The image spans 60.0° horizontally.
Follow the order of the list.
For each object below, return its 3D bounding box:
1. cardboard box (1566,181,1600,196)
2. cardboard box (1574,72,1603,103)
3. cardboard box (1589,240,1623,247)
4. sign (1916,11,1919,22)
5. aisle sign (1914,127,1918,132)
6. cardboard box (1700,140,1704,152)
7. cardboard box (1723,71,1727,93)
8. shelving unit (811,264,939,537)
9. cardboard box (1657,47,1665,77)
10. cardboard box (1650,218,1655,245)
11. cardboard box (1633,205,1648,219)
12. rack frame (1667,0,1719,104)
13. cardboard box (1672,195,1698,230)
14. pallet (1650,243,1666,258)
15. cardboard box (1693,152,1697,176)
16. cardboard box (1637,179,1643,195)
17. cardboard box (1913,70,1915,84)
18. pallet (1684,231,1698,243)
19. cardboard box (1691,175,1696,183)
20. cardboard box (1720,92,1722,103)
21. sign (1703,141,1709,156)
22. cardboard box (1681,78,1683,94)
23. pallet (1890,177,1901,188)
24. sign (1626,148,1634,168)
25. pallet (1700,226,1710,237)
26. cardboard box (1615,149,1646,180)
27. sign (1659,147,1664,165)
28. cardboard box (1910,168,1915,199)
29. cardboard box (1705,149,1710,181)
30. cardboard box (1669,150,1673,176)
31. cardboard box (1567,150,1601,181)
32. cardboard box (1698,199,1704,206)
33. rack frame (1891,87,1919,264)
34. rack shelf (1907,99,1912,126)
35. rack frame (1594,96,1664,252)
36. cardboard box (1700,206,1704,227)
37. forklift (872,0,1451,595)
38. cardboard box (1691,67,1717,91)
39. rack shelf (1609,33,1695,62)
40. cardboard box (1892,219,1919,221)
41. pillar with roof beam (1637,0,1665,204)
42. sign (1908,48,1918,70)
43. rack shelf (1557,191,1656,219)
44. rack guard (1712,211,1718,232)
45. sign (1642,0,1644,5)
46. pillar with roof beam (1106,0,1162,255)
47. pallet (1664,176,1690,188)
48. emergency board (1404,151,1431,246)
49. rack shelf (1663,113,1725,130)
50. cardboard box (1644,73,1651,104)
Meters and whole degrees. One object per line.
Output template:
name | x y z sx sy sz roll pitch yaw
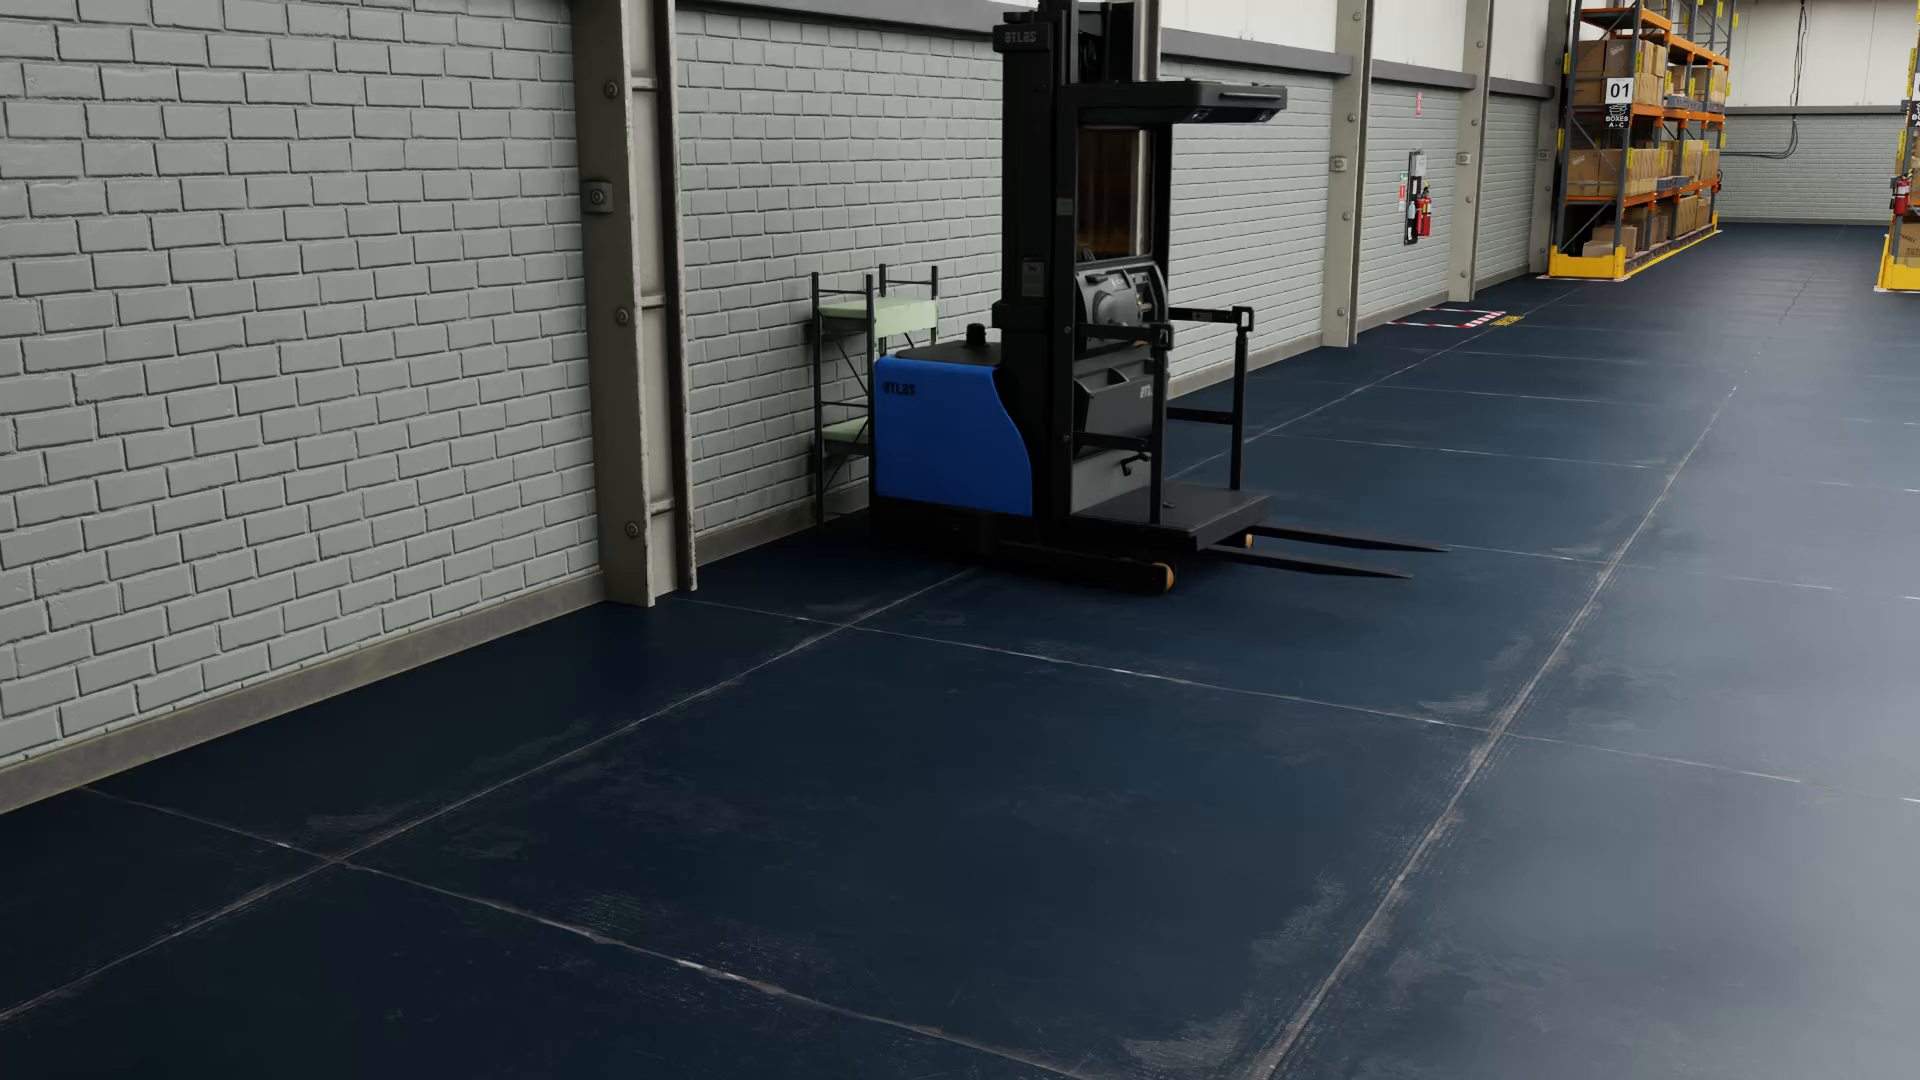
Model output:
cardboard box | 10.508 -5.924 27.981 0.500 0.250 0.500 8 16 29
cardboard box | 10.431 -7.500 27.586 0.500 0.500 0.500 9 16 32
cardboard box | 11.140 -5.024 28.773 0.500 0.311 0.500 9 16 33
sign | 22.049 -12.062 38.202 0.100 0.325 0.005 7 15 28
aisle sign | 22.300 -9.902 38.660 0.394 0.787 0.004 7 15 28
cardboard box | 16.250 -8.774 37.035 0.500 0.250 0.500 8 16 29
cardboard box | 18.071 -10.973 39.860 0.500 0.500 0.500 7 15 28
shelving unit | -0.488 -0.849 9.854 0.431 1.500 0.755 7 15 28
cardboard box | 12.123 -8.444 29.371 0.500 0.500 0.500 8 16 31
cardboard box | 13.214 -6.053 32.635 0.700 0.500 0.500 8 15 29
cardboard box | 13.184 -6.404 32.490 0.500 0.250 0.500 7 15 26
rack frame | 16.252 -11.247 36.986 1.000 3.000 0.127 7 15 28
cardboard box | 16.052 -7.342 37.278 0.750 0.750 0.750 8 15 29
pallet | 13.349 -5.745 32.914 1.003 0.211 1.213 7 15 28
cardboard box | 15.762 -8.203 36.267 0.500 0.500 0.500 7 15 28
cardboard box | 11.455 -6.082 28.638 0.500 0.250 0.500 7 15 27
cardboard box | 15.115 -7.232 25.857 0.500 0.250 0.500 7 15 28
pallet | 15.945 -6.808 37.324 1.003 0.211 1.213 7 15 28
cardboard box | 15.994 -7.954 36.618 0.380 0.149 0.250 7 15 28
cardboard box | 17.814 -10.502 39.507 0.500 0.250 0.500 7 15 26
sign | 16.732 -8.796 37.316 0.100 0.325 0.005 7 15 28
cardboard box | 14.713 -9.452 34.786 0.700 0.500 0.500 6 15 25
pallet | 18.923 -7.003 32.593 1.213 0.211 1.003 7 15 28
sign | 10.926 -6.228 27.121 0.100 0.325 0.005 7 15 28
pallet | 17.277 -7.374 39.669 1.003 0.211 1.213 7 15 28
cardboard box | 11.448 -6.440 28.522 0.500 0.500 0.500 7 15 26
sign | 12.864 -7.051 30.531 0.100 0.325 0.005 7 15 28
cardboard box | 15.276 -5.560 25.981 0.700 0.500 0.500 8 16 29
cardboard box | 16.887 -8.735 38.727 0.980 0.700 0.700 7 15 27
cardboard box | 14.100 -7.675 33.817 0.700 0.500 0.500 5 15 21
cardboard box | 10.493 -6.291 27.906 0.500 0.500 0.500 7 15 27
cardboard box | 17.281 -7.934 39.095 0.380 0.149 0.250 7 15 26
rack frame | 14.789 -5.308 25.152 1.000 3.000 0.127 7 15 28
rack shelf | 15.756 -6.827 26.587 1.077 0.370 4.000 7 15 28
rack frame | 12.385 -6.690 30.881 1.000 3.000 0.127 7 15 28
cardboard box | 17.199 -7.669 39.383 0.700 0.500 0.500 8 16 29
forklift | 1.027 -1.289 8.625 3.031 2.935 1.130 9 16 32
cardboard box | 16.842 -10.448 37.682 0.500 0.500 0.500 7 15 28
rack shelf | 13.352 -9.472 32.011 1.077 0.370 4.000 7 15 28
cardboard box | 15.502 -4.993 27.217 0.500 0.500 0.500 7 15 28
pillar with roof beam | 19.602 -11.001 35.965 9.100 9.000 0.400 7 15 28
sign | 14.321 -7.223 24.973 0.100 0.325 0.005 7 15 28
rack shelf | 11.418 -5.930 29.264 1.077 0.370 4.000 7 15 28
rack guard | 18.198 -7.941 41.407 1.175 0.500 0.348 7 15 28
sign | 13.831 -11.020 33.712 0.100 0.325 0.005 7 15 28
pillar with roof beam | 5.099 -4.846 10.435 9.100 9.000 0.400 7 15 28
pallet | 14.067 -7.259 33.651 1.213 0.211 1.003 7 15 28
emergency board | 5.904 -4.377 21.288 0.194 1.169 0.643 7 15 28
rack shelf | 17.219 -9.850 39.124 1.077 0.370 4.000 7 15 28
cardboard box | 11.370 -7.639 28.163 0.500 0.500 0.500 8 16 31
